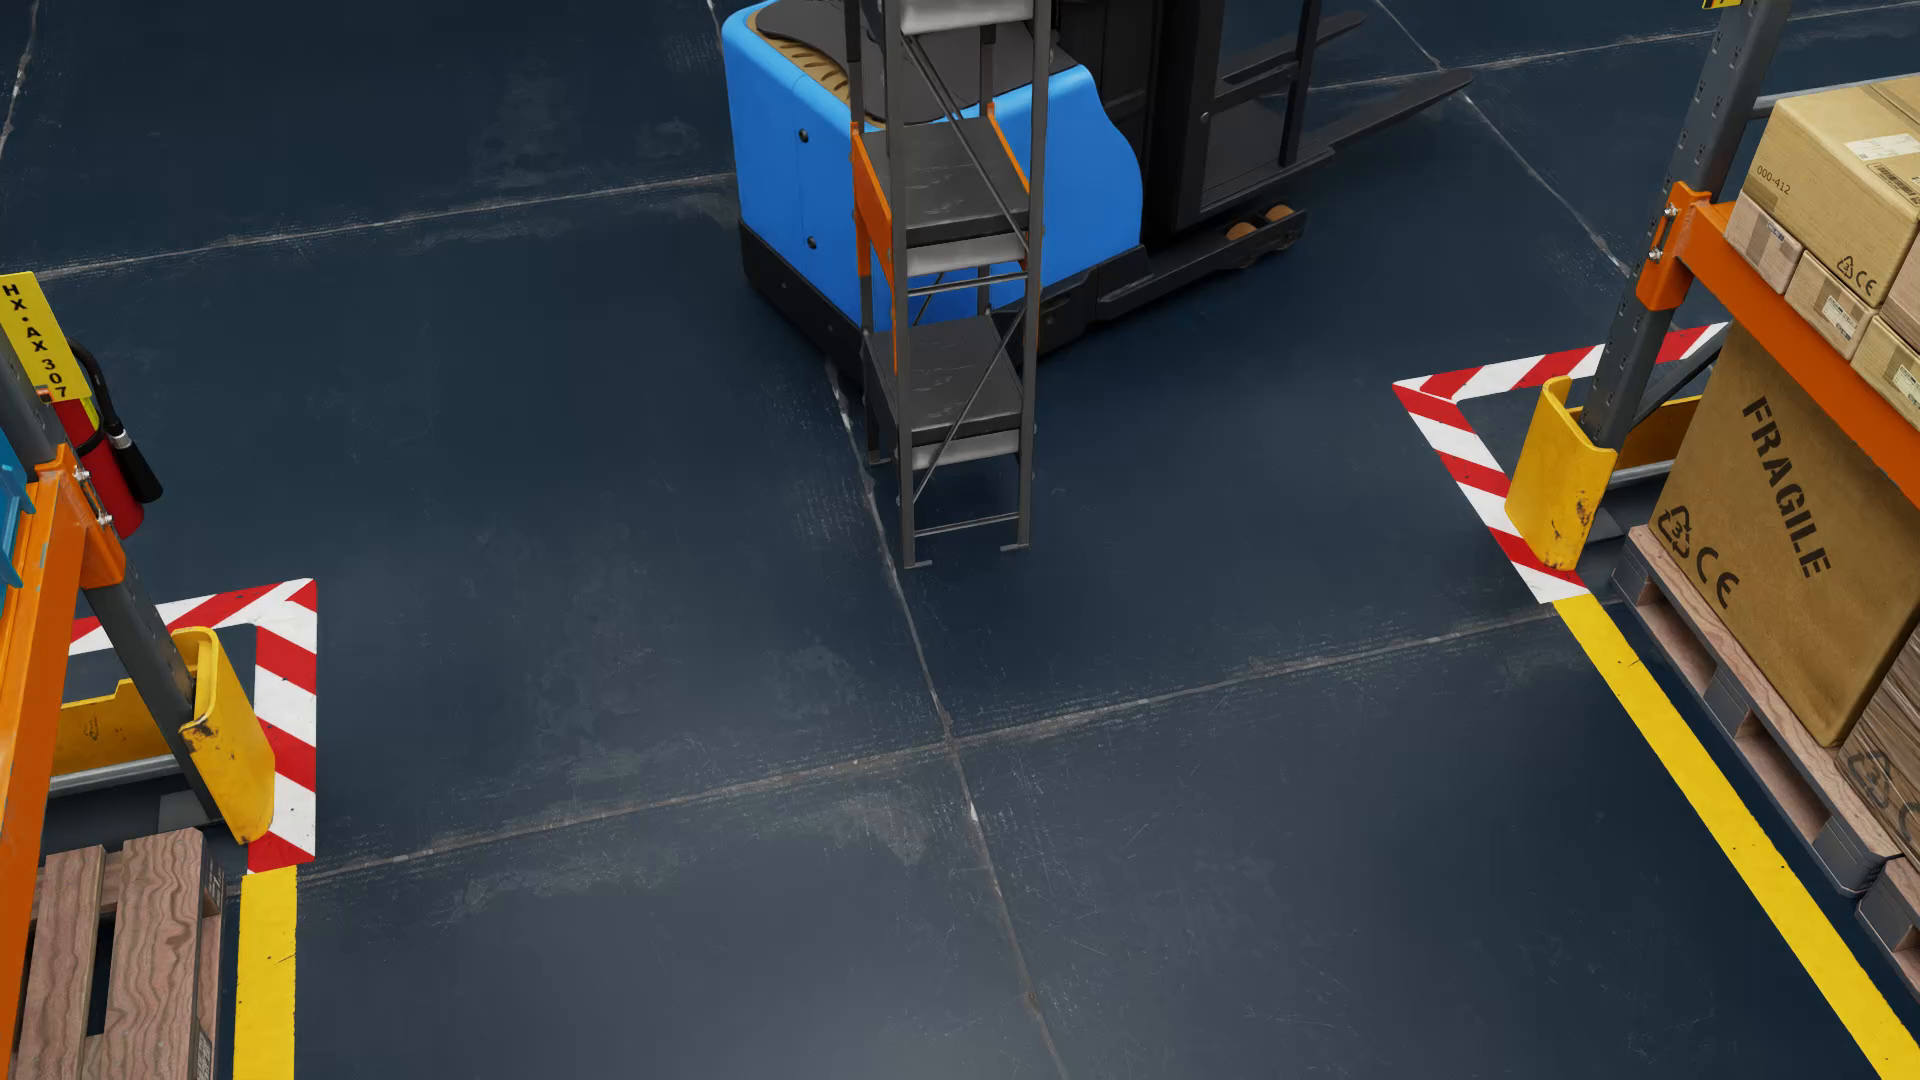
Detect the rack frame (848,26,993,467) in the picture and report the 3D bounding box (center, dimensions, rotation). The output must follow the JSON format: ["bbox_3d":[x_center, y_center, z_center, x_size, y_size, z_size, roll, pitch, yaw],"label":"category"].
[{"bbox_3d":[-0.105,-1.018,4.777,0.400,2.100,0.015,-11,47,-10],"label":"rack frame"}]

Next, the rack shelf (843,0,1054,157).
[{"bbox_3d":[-0.042,-1.330,4.122,0.431,0.518,0.480,-11,47,-10],"label":"rack shelf"}]

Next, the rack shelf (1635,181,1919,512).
[{"bbox_3d":[2.863,0.481,3.182,1.077,0.370,4.000,-11,47,-10],"label":"rack shelf"}]

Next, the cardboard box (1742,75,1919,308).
[{"bbox_3d":[2.213,-0.823,3.853,0.500,0.250,0.500,-12,47,-11],"label":"cardboard box"}]

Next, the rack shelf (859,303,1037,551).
[{"bbox_3d":[-0.042,-0.350,5.122,0.431,0.518,0.480,-11,47,-10],"label":"rack shelf"}]

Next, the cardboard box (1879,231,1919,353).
[{"bbox_3d":[2.352,-0.465,3.502,0.500,0.250,0.500,-11,47,-11],"label":"cardboard box"}]

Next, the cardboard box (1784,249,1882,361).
[{"bbox_3d":[2.190,-0.581,3.896,0.380,0.149,0.250,-11,47,-11],"label":"cardboard box"}]

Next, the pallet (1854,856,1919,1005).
[{"bbox_3d":[2.940,1.203,3.924,1.003,0.211,1.213,-11,47,-10],"label":"pallet"}]

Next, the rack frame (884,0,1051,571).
[{"bbox_3d":[0.020,-0.681,4.447,0.400,2.100,0.015,-11,47,-10],"label":"rack frame"}]

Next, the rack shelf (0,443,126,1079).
[{"bbox_3d":[-1.925,1.387,2.295,1.077,0.370,4.000,-11,47,-10],"label":"rack shelf"}]

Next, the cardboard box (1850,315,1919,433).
[{"bbox_3d":[2.256,-0.405,3.722,0.380,0.149,0.250,-12,47,-11],"label":"cardboard box"}]

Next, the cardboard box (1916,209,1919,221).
[{"bbox_3d":[2.341,-0.740,3.246,0.500,0.500,0.500,-12,47,-11],"label":"cardboard box"}]

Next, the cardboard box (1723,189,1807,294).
[{"bbox_3d":[2.123,-0.758,4.069,0.380,0.149,0.250,-10,46,-10],"label":"cardboard box"}]

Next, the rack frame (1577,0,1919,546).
[{"bbox_3d":[2.351,-1.152,4.278,1.000,3.000,0.127,-11,47,-10],"label":"rack frame"}]

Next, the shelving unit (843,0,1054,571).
[{"bbox_3d":[-0.042,-0.849,4.612,0.431,2.100,0.503,-11,47,-10],"label":"shelving unit"}]

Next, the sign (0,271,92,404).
[{"bbox_3d":[-1.909,-0.415,3.442,0.100,0.325,0.005,-11,47,-10],"label":"sign"}]

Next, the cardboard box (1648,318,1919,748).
[{"bbox_3d":[2.592,-0.128,4.469,0.875,0.875,0.875,-11,47,-10],"label":"cardboard box"}]

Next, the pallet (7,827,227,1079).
[{"bbox_3d":[-2.263,1.306,3.822,1.003,0.211,1.213,-11,47,-10],"label":"pallet"}]

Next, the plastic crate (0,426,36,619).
[{"bbox_3d":[-2.171,-0.082,3.164,0.616,0.435,0.499,-11,47,-10],"label":"plastic crate"}]

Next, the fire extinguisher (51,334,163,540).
[{"bbox_3d":[-2.036,-0.276,3.735,0.296,0.674,0.183,-11,47,-10],"label":"fire extinguisher"}]

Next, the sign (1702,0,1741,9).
[{"bbox_3d":[1.813,-1.385,3.846,0.100,0.325,0.005,-11,47,-10],"label":"sign"}]

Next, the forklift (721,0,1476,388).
[{"bbox_3d":[0.693,-2.328,5.479,3.031,2.935,1.130,-27,52,-24],"label":"forklift"}]

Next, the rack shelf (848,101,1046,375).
[{"bbox_3d":[-0.042,-0.840,4.622,0.431,0.518,0.480,-11,47,-10],"label":"rack shelf"}]

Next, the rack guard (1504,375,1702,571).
[{"bbox_3d":[2.345,-0.293,5.187,1.175,0.500,0.348,-11,47,-10],"label":"rack guard"}]

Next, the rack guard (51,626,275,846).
[{"bbox_3d":[-2.456,0.615,4.298,1.175,0.500,0.348,-11,47,-10],"label":"rack guard"}]

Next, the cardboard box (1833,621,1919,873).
[{"bbox_3d":[2.825,0.501,3.853,0.875,0.875,0.875,-11,47,-10],"label":"cardboard box"}]

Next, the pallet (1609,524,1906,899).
[{"bbox_3d":[2.631,0.362,4.747,1.003,0.211,1.213,-11,47,-10],"label":"pallet"}]

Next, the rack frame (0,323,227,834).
[{"bbox_3d":[-2.437,-0.246,3.391,1.000,3.000,0.127,-11,47,-10],"label":"rack frame"}]
